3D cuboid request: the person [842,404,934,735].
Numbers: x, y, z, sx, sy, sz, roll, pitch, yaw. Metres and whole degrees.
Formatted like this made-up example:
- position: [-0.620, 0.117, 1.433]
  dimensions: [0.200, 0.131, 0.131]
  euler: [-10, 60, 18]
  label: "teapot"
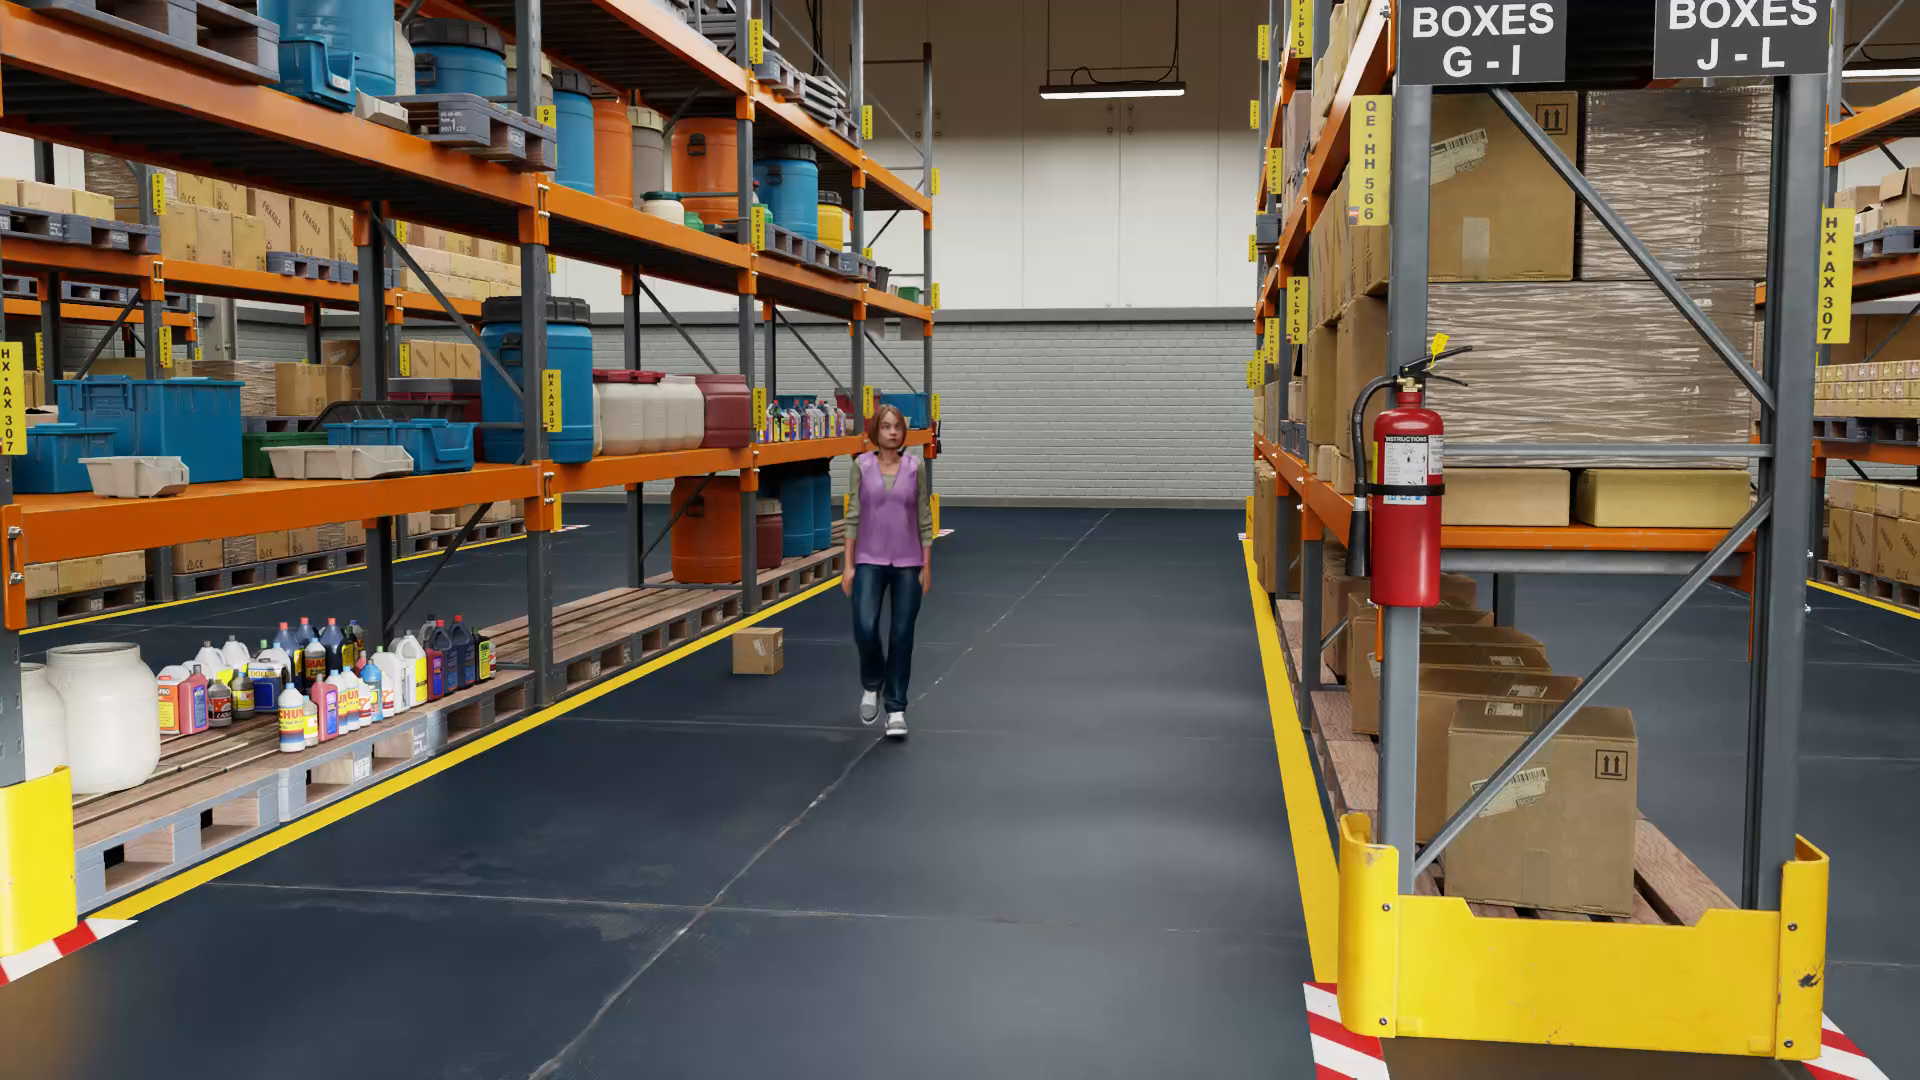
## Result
- position: [-0.345, 0.144, 8.032]
  dimensions: [0.446, 1.597, 0.431]
  euler: [-1, 5, -7]
  label: "person"
